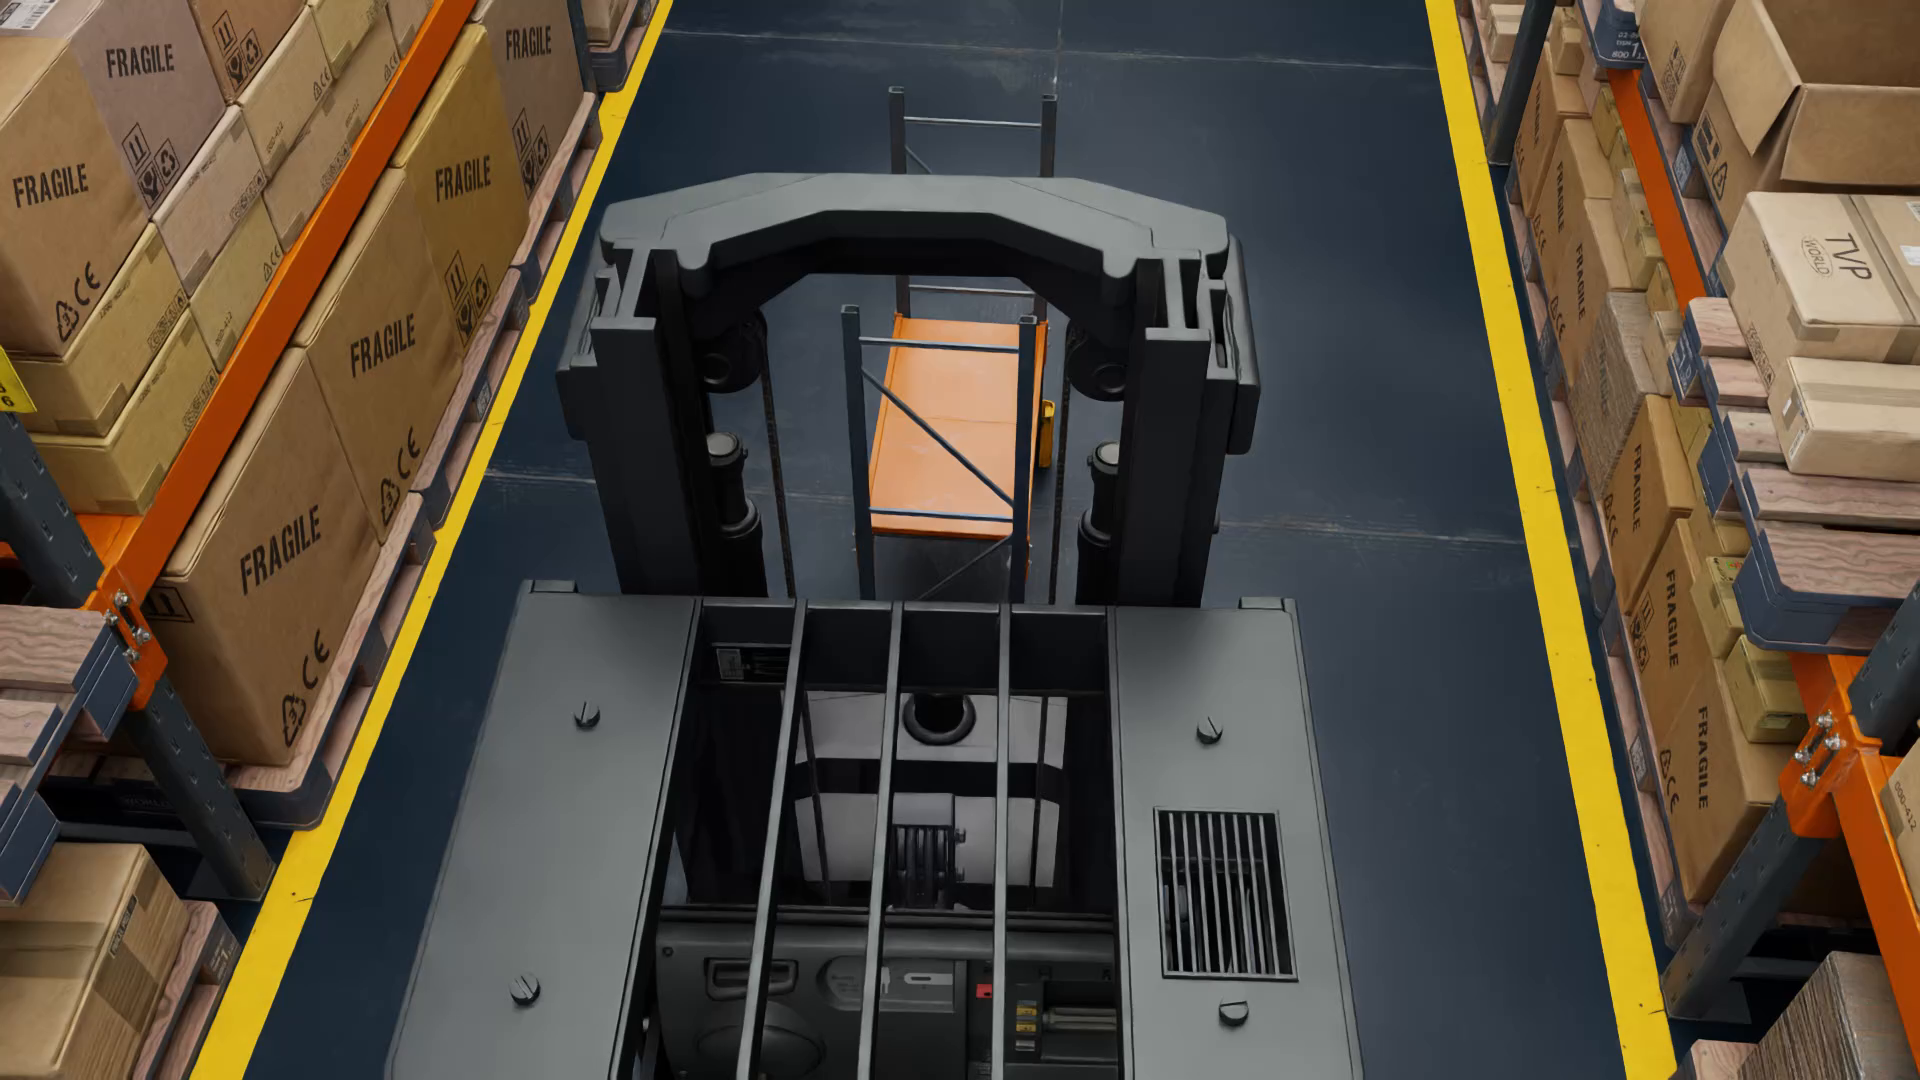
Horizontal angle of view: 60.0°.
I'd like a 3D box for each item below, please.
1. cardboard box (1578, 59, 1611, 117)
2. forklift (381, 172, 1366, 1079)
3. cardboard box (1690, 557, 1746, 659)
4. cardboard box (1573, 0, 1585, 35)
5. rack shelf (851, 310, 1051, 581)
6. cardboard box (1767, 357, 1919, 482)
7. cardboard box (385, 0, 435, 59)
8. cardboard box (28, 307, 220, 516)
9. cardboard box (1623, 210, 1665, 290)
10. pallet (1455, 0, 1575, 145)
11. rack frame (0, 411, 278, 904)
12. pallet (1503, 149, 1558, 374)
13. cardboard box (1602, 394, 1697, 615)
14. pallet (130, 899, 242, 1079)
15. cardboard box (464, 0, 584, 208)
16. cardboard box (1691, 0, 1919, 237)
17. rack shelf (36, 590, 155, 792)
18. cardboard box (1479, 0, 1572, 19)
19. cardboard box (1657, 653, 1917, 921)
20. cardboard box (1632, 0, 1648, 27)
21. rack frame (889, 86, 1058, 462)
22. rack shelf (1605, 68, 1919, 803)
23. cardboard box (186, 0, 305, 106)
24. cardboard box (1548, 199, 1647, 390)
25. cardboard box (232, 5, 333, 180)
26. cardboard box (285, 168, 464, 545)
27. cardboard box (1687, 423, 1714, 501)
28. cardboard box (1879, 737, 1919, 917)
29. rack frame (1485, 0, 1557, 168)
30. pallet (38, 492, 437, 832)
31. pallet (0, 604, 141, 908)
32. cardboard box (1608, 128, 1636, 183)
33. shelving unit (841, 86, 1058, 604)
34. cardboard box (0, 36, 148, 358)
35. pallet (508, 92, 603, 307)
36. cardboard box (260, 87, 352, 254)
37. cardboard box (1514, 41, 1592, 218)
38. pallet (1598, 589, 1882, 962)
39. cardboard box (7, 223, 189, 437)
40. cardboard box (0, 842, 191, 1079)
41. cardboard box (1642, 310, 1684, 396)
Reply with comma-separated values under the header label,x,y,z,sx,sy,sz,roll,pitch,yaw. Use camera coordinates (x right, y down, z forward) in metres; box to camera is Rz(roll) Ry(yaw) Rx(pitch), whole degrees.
label,x,y,z,sx,sy,sz,roll,pitch,yaw
cardboard box,2.558,-1.714,6.255,0.380,0.149,0.250,3,48,2
forklift,-0.084,0.986,2.862,1.130,2.935,3.031,1,48,1
cardboard box,2.226,0.188,4.515,0.380,0.149,0.250,2,48,2
cardboard box,2.566,-2.019,6.332,0.380,0.149,0.250,3,48,3
rack shelf,-0.008,-0.322,5.272,0.538,0.185,1.000,4,48,4
cardboard box,2.117,-0.278,3.857,0.380,0.149,0.250,5,48,4
cardboard box,-2.042,-1.842,5.503,0.500,0.250,0.500,3,48,2
cardboard box,-2.209,-0.335,4.126,0.500,0.250,0.500,3,48,3
cardboard box,2.449,-0.959,5.564,0.380,0.149,0.250,5,48,5
pallet,2.867,-2.215,7.633,1.003,0.211,1.213,4,48,4
rack frame,-2.504,-0.043,3.757,1.000,3.000,0.127,4,48,4
pallet,2.767,-1.110,6.622,1.003,0.211,1.213,4,48,4
cardboard box,2.365,-0.087,5.206,0.500,0.500,0.500,6,48,5
pallet,-2.577,1.472,4.261,1.003,0.211,1.213,4,48,4
cardboard box,-2.117,-1.946,6.653,0.875,0.875,0.875,5,48,5
cardboard box,2.404,-1.101,4.369,0.797,0.503,0.637,3,48,3
rack shelf,-2.687,1.669,2.678,1.077,0.370,4.000,4,48,4
cardboard box,2.594,-2.562,7.629,0.396,0.266,0.258,5,48,5
cardboard box,2.264,0.665,4.519,0.500,0.500,0.500,5,48,5
cardboard box,2.295,-1.753,5.127,0.396,0.266,0.258,6,48,5
rack frame,0.039,-0.817,5.481,0.500,1.500,0.032,4,48,4
rack shelf,2.621,-0.939,5.064,1.077,0.370,4.000,4,48,4
cardboard box,-2.118,-1.505,4.348,0.500,0.500,0.500,5,48,5
cardboard box,2.447,-0.851,5.905,0.500,0.500,0.500,3,48,2
cardboard box,-2.106,-1.262,4.634,0.500,0.250,0.500,4,48,3
cardboard box,-2.273,-0.625,5.444,0.875,0.875,0.875,4,48,4
cardboard box,2.363,-0.193,4.864,0.380,0.149,0.250,5,48,5
cardboard box,2.155,0.648,3.226,0.500,0.250,0.500,4,48,4
rack frame,2.804,-2.651,6.142,1.000,3.000,0.127,4,48,4
pallet,-2.357,0.324,5.311,1.003,0.211,1.213,4,48,4
pallet,-2.463,0.552,3.342,1.213,0.211,1.003,4,48,4
cardboard box,2.534,-1.322,5.897,0.380,0.149,0.250,3,48,3
shelving unit,-0.007,-0.450,5.145,0.587,1.500,1.083,4,48,4
cardboard box,-2.216,-0.760,3.667,0.500,0.500,0.500,2,48,2
pallet,-2.135,-1.469,6.951,1.003,0.211,1.213,4,48,4
cardboard box,-2.126,-1.099,4.824,0.500,0.250,0.500,5,48,5
cardboard box,2.535,-1.609,6.598,0.500,0.500,0.500,6,48,5
pallet,2.545,0.683,4.982,1.003,0.211,1.213,4,48,4
cardboard box,-2.212,-0.517,3.953,0.500,0.250,0.500,4,48,3
cardboard box,-2.566,1.116,4.192,0.950,0.372,0.625,1,48,1
cardboard box,2.381,-0.582,5.219,0.380,0.149,0.250,2,48,2
